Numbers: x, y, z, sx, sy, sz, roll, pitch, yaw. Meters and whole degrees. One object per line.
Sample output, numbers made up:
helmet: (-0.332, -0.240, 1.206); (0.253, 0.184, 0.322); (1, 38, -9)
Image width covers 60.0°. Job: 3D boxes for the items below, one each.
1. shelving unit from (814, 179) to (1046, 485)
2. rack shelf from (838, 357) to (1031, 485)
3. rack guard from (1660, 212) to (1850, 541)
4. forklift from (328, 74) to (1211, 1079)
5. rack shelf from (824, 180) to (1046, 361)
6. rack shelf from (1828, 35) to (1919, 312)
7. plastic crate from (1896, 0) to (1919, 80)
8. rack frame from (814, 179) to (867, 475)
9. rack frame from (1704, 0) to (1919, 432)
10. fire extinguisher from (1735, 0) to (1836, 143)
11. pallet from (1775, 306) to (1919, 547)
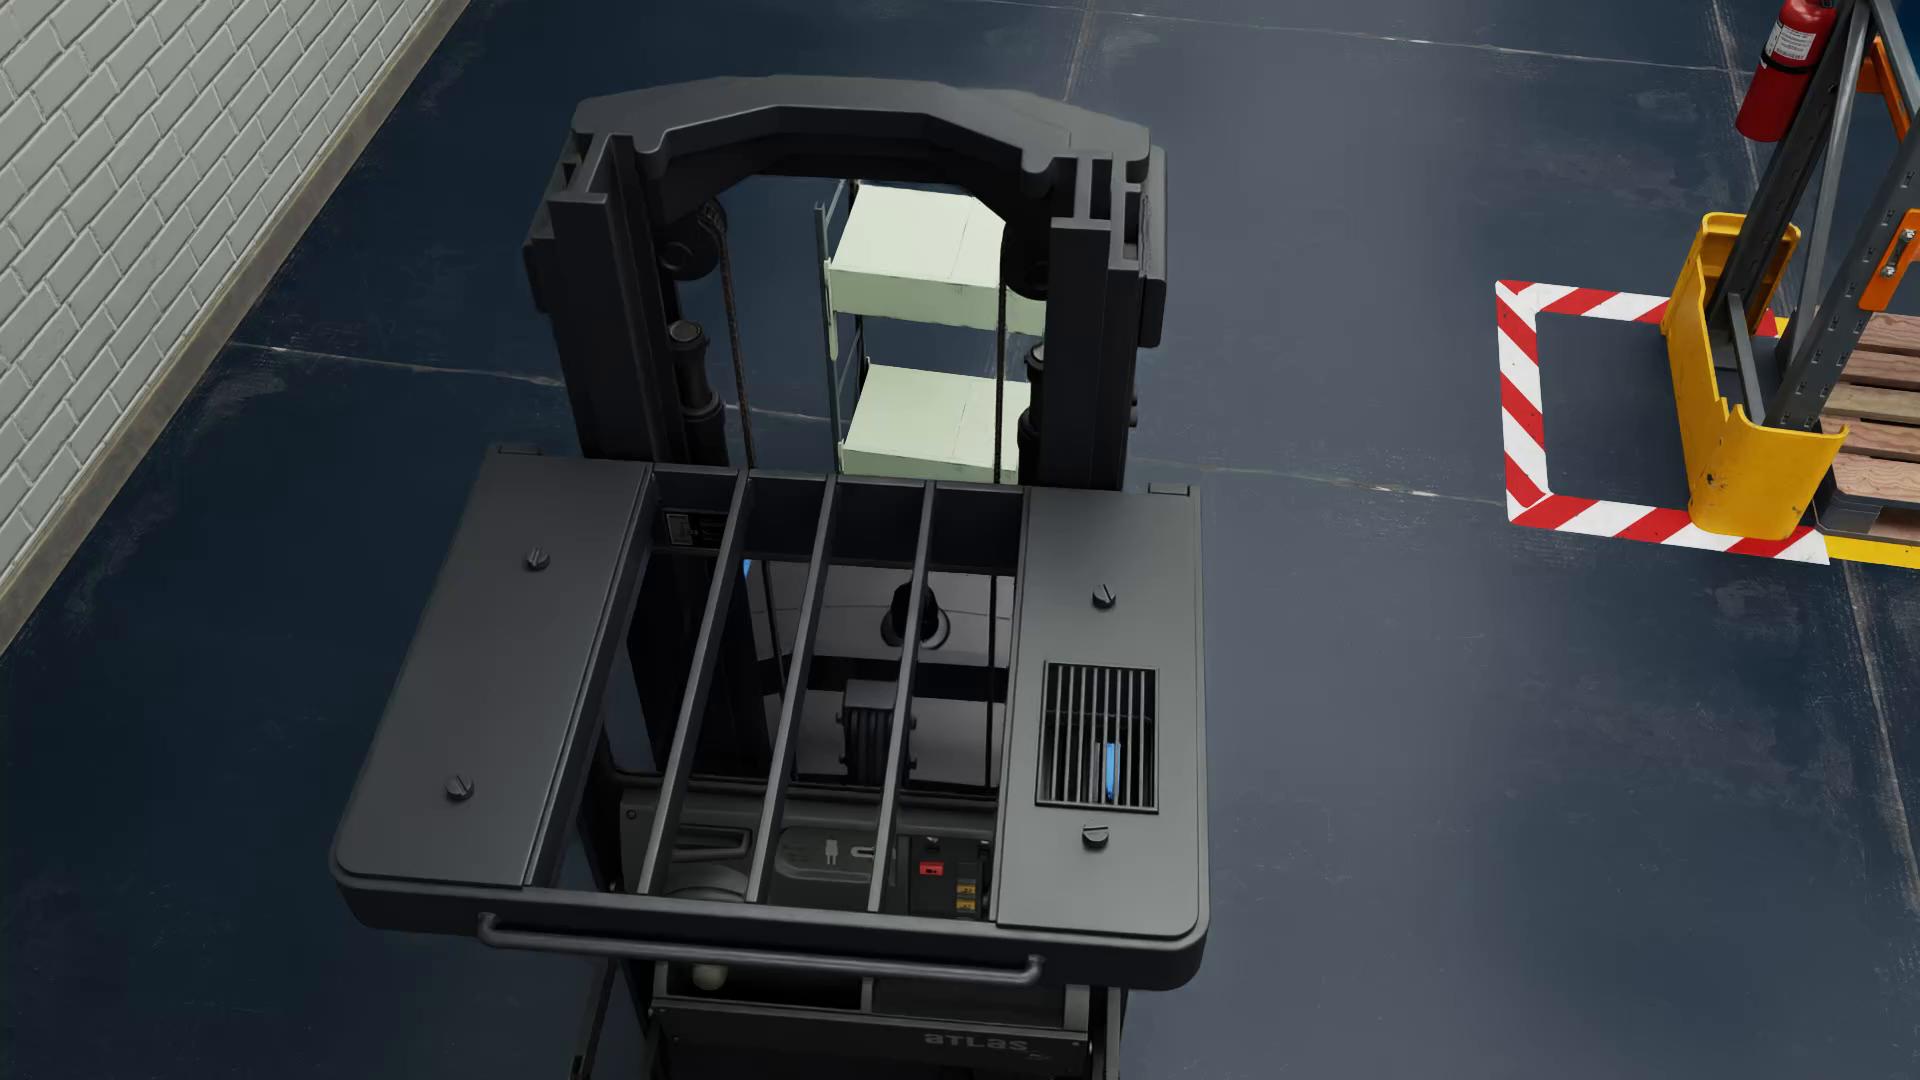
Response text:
shelving unit: (0.007, -0.500, 5.191); (0.755, 1.500, 0.431); (8, 49, 7)
rack shelf: (0.007, -0.282, 5.434); (0.720, 0.370, 0.431); (8, 49, 7)
rack guard: (2.817, -0.606, 5.958); (0.348, 0.500, 1.175); (8, 49, 7)
forklift: (-0.205, 0.797, 3.063); (1.130, 2.935, 3.031); (4, 48, 3)
rack shelf: (0.007, -0.761, 4.901); (0.720, 0.370, 0.431); (8, 49, 7)
rack shelf: (4.811, -0.943, 5.064); (4.000, 0.370, 1.077); (8, 49, 7)
plastic crate: (3.206, -1.572, 5.082); (0.499, 0.435, 0.616); (8, 49, 7)
rack frame: (-0.354, -0.549, 5.235); (0.023, 1.500, 0.400); (8, 49, 7)
rack frame: (2.843, -1.448, 5.034); (0.127, 3.000, 1.000); (8, 49, 7)
fire extinguisher: (2.775, -1.650, 5.518); (0.183, 0.674, 0.296); (8, 49, 7)
pallet: (3.648, -0.378, 5.948); (1.213, 0.211, 1.003); (8, 49, 7)
